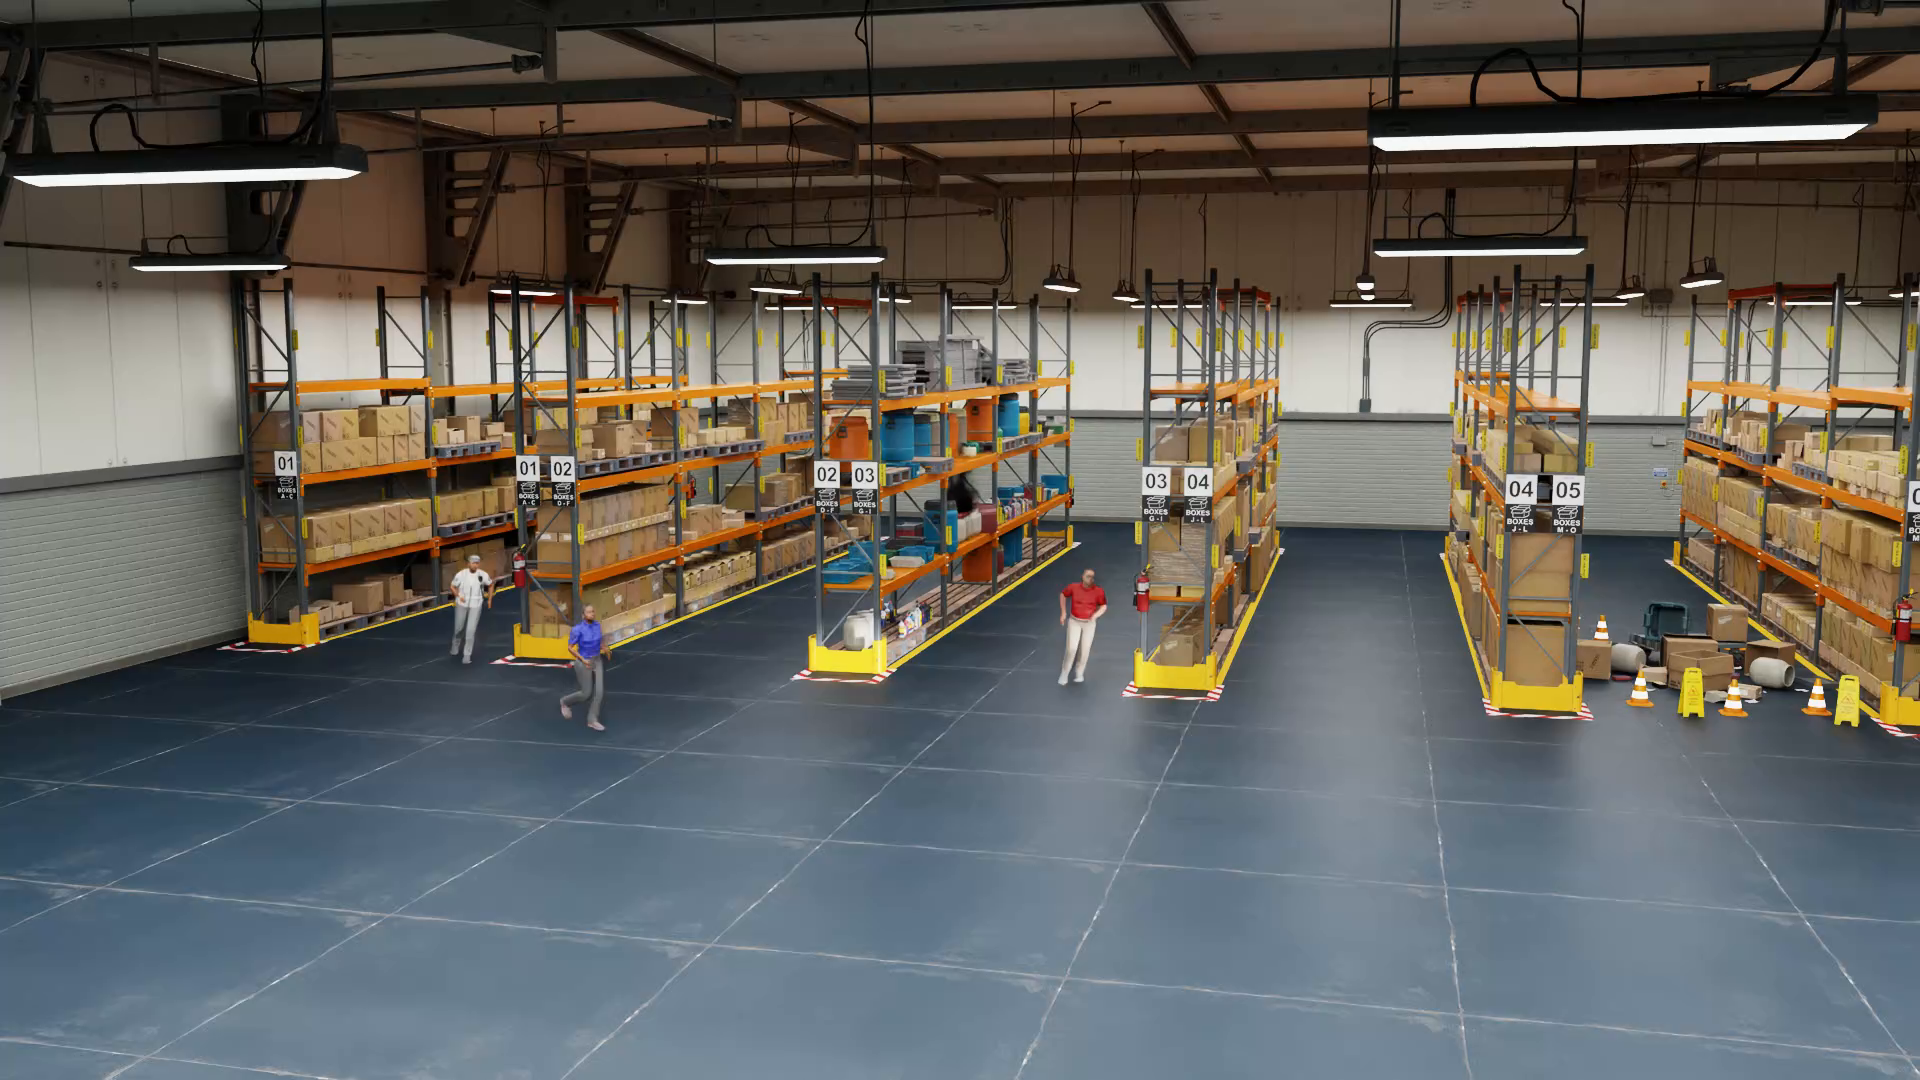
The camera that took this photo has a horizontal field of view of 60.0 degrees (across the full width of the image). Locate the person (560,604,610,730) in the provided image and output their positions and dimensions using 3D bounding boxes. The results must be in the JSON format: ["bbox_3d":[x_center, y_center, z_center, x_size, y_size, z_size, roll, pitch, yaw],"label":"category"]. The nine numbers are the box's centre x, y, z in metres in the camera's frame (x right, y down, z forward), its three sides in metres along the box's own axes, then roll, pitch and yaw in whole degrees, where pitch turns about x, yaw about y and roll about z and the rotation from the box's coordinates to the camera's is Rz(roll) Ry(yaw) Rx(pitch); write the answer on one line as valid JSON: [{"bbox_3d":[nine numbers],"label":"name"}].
[{"bbox_3d":[-4.852,1.630,21.601,0.658,1.638,0.581,5,9,37],"label":"person"}]

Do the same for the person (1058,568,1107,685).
[{"bbox_3d":[1.788,1.273,24.263,0.701,1.744,0.744,0,7,-1],"label":"person"}]

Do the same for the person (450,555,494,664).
[{"bbox_3d":[-7.697,1.055,26.164,0.676,1.662,0.854,-2,7,-15],"label":"person"}]
